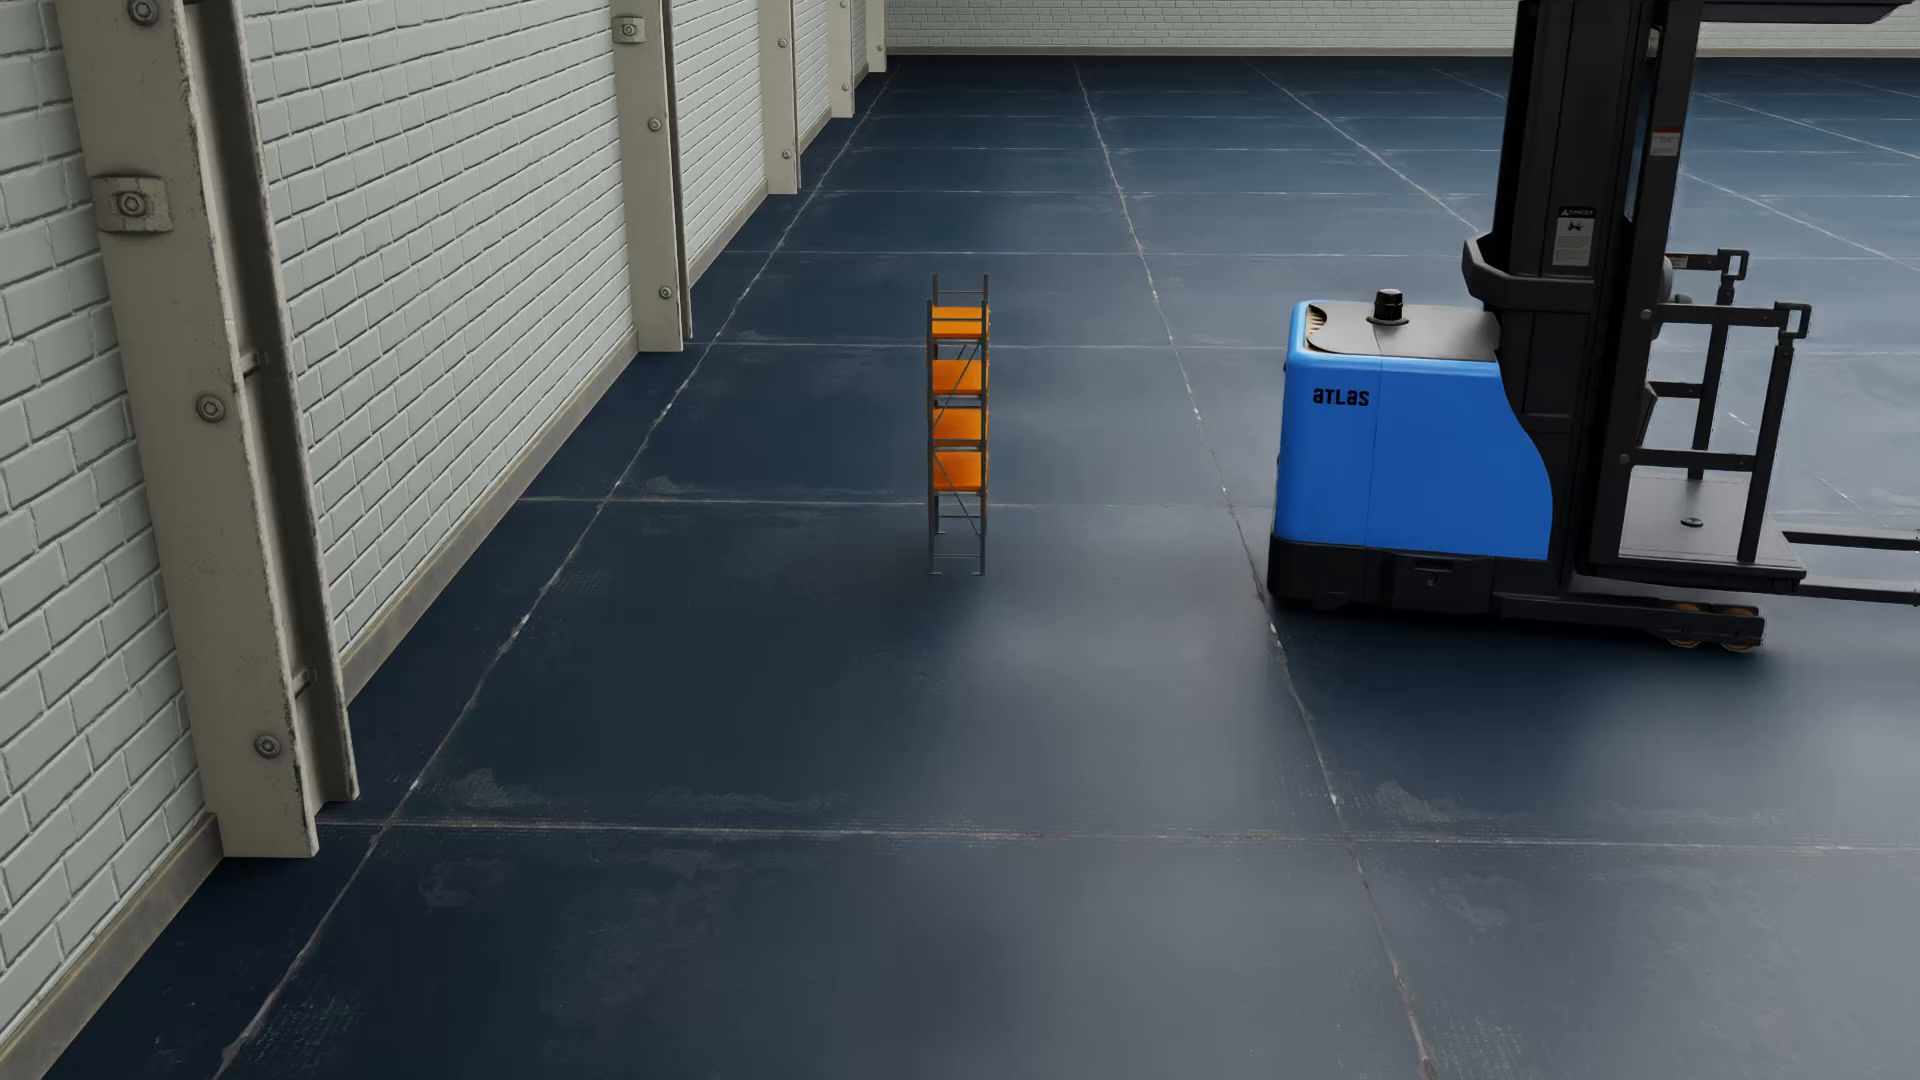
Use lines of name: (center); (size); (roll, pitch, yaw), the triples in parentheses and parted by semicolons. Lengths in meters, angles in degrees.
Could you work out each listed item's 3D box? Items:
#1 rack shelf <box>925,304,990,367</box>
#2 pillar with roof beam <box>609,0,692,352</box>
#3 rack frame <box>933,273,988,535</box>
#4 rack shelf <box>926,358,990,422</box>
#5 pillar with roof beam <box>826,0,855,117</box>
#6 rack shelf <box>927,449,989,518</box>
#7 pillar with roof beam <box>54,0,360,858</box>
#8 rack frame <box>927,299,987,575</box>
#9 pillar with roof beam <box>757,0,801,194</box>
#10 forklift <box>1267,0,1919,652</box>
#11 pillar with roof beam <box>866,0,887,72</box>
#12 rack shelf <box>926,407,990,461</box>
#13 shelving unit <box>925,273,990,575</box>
rack shelf: (-0.005, -0.866, 7.015); (0.258, 0.148, 0.480); (1, 21, 2)
pillar with roof beam: (2.373, -5.427, 9.076); (9.100, 9.000, 0.400); (1, 21, 2)
rack frame: (0.002, -0.588, 7.385); (0.240, 1.200, 0.015); (1, 21, 2)
rack shelf: (-0.005, -0.645, 7.101); (0.258, 0.148, 0.480); (1, 21, 2)
pillar with roof beam: (2.738, -9.766, 20.258); (9.100, 9.000, 0.400); (1, 21, 2)
rack shelf: (-0.005, -0.252, 7.254); (0.258, 0.148, 0.480); (1, 21, 2)
pillar with roof beam: (2.190, -3.258, 3.484); (9.100, 9.000, 0.400); (1, 21, 2)
rack frame: (-0.012, -0.411, 6.930); (0.240, 1.200, 0.015); (1, 21, 2)
pillar with roof beam: (2.555, -7.596, 14.667); (9.100, 9.000, 0.400); (1, 21, 2)
forklift: (2.831, -1.145, 6.427); (3.031, 2.935, 1.130); (4, 22, 11)
pillar with roof beam: (2.920, -11.935, 25.849); (9.100, 9.000, 0.400); (1, 21, 2)
rack shelf: (-0.005, -0.437, 7.182); (0.258, 0.148, 0.480); (1, 21, 2)
shelving unit: (-0.005, -0.500, 7.158); (0.258, 1.200, 0.503); (1, 21, 2)
